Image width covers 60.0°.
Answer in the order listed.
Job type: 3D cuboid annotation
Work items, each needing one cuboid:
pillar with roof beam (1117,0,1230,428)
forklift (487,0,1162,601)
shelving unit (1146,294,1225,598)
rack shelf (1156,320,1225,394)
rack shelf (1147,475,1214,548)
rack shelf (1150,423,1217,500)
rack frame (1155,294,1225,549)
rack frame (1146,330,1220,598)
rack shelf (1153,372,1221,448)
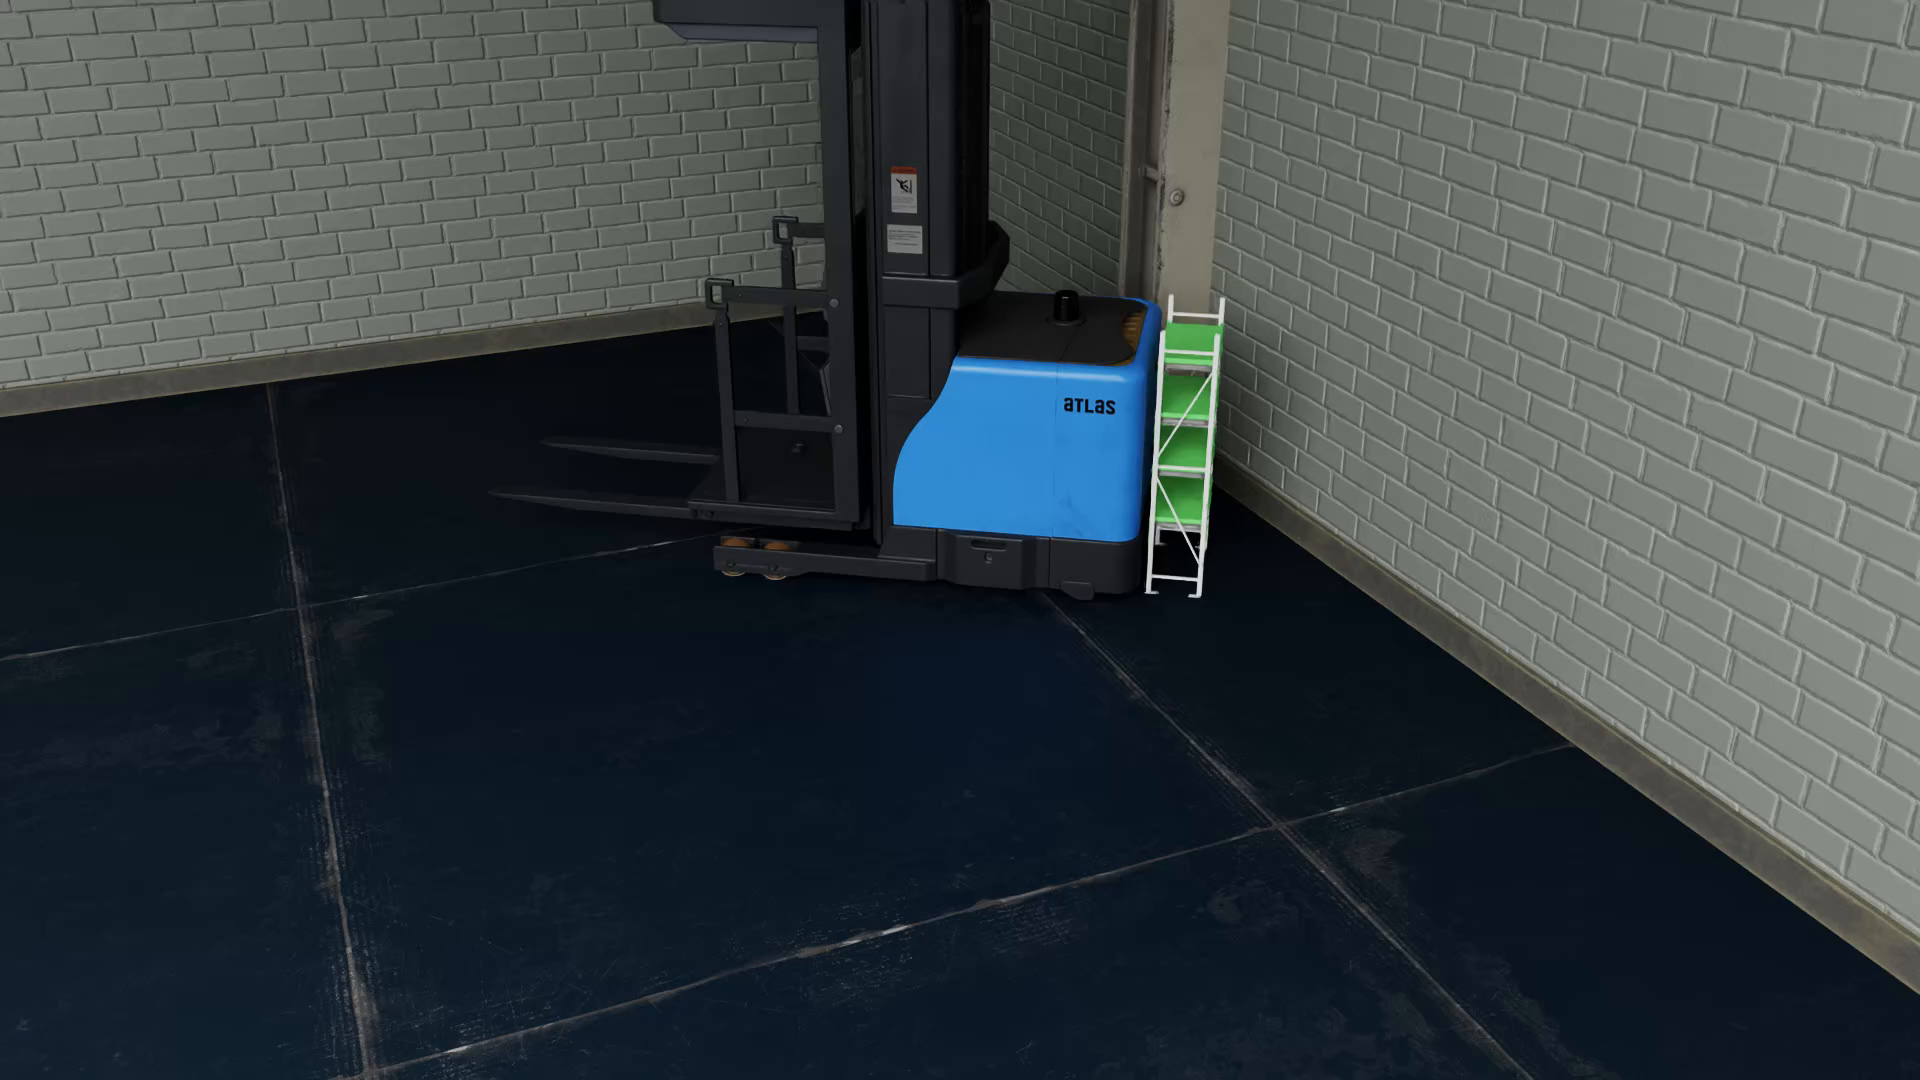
[{"bbox_3d":[-2.954,-3.732,5.137,9.100,9.000,0.400,-11,28,-21],"label":"pillar with roof beam"},{"bbox_3d":[-0.640,-1.360,7.195,3.031,2.935,1.130,5,26,9],"label":"forklift"},{"bbox_3d":[0.977,-0.405,7.212,0.258,1.200,0.503,5,26,9],"label":"shelving unit"},{"bbox_3d":[0.977,-0.779,7.030,0.258,0.148,0.480,5,26,9],"label":"rack shelf"},{"bbox_3d":[0.976,-0.132,7.346,0.258,0.148,0.480,5,26,9],"label":"rack shelf"},{"bbox_3d":[0.977,-0.348,7.240,0.258,0.148,0.480,5,26,9],"label":"rack shelf"},{"bbox_3d":[1.021,-0.510,7.428,0.240,1.200,0.015,5,26,9],"label":"rack frame"},{"bbox_3d":[0.932,-0.300,6.997,0.240,1.200,0.015,5,26,9],"label":"rack frame"},{"bbox_3d":[0.977,-0.563,7.135,0.258,0.148,0.480,5,26,9],"label":"rack shelf"}]
